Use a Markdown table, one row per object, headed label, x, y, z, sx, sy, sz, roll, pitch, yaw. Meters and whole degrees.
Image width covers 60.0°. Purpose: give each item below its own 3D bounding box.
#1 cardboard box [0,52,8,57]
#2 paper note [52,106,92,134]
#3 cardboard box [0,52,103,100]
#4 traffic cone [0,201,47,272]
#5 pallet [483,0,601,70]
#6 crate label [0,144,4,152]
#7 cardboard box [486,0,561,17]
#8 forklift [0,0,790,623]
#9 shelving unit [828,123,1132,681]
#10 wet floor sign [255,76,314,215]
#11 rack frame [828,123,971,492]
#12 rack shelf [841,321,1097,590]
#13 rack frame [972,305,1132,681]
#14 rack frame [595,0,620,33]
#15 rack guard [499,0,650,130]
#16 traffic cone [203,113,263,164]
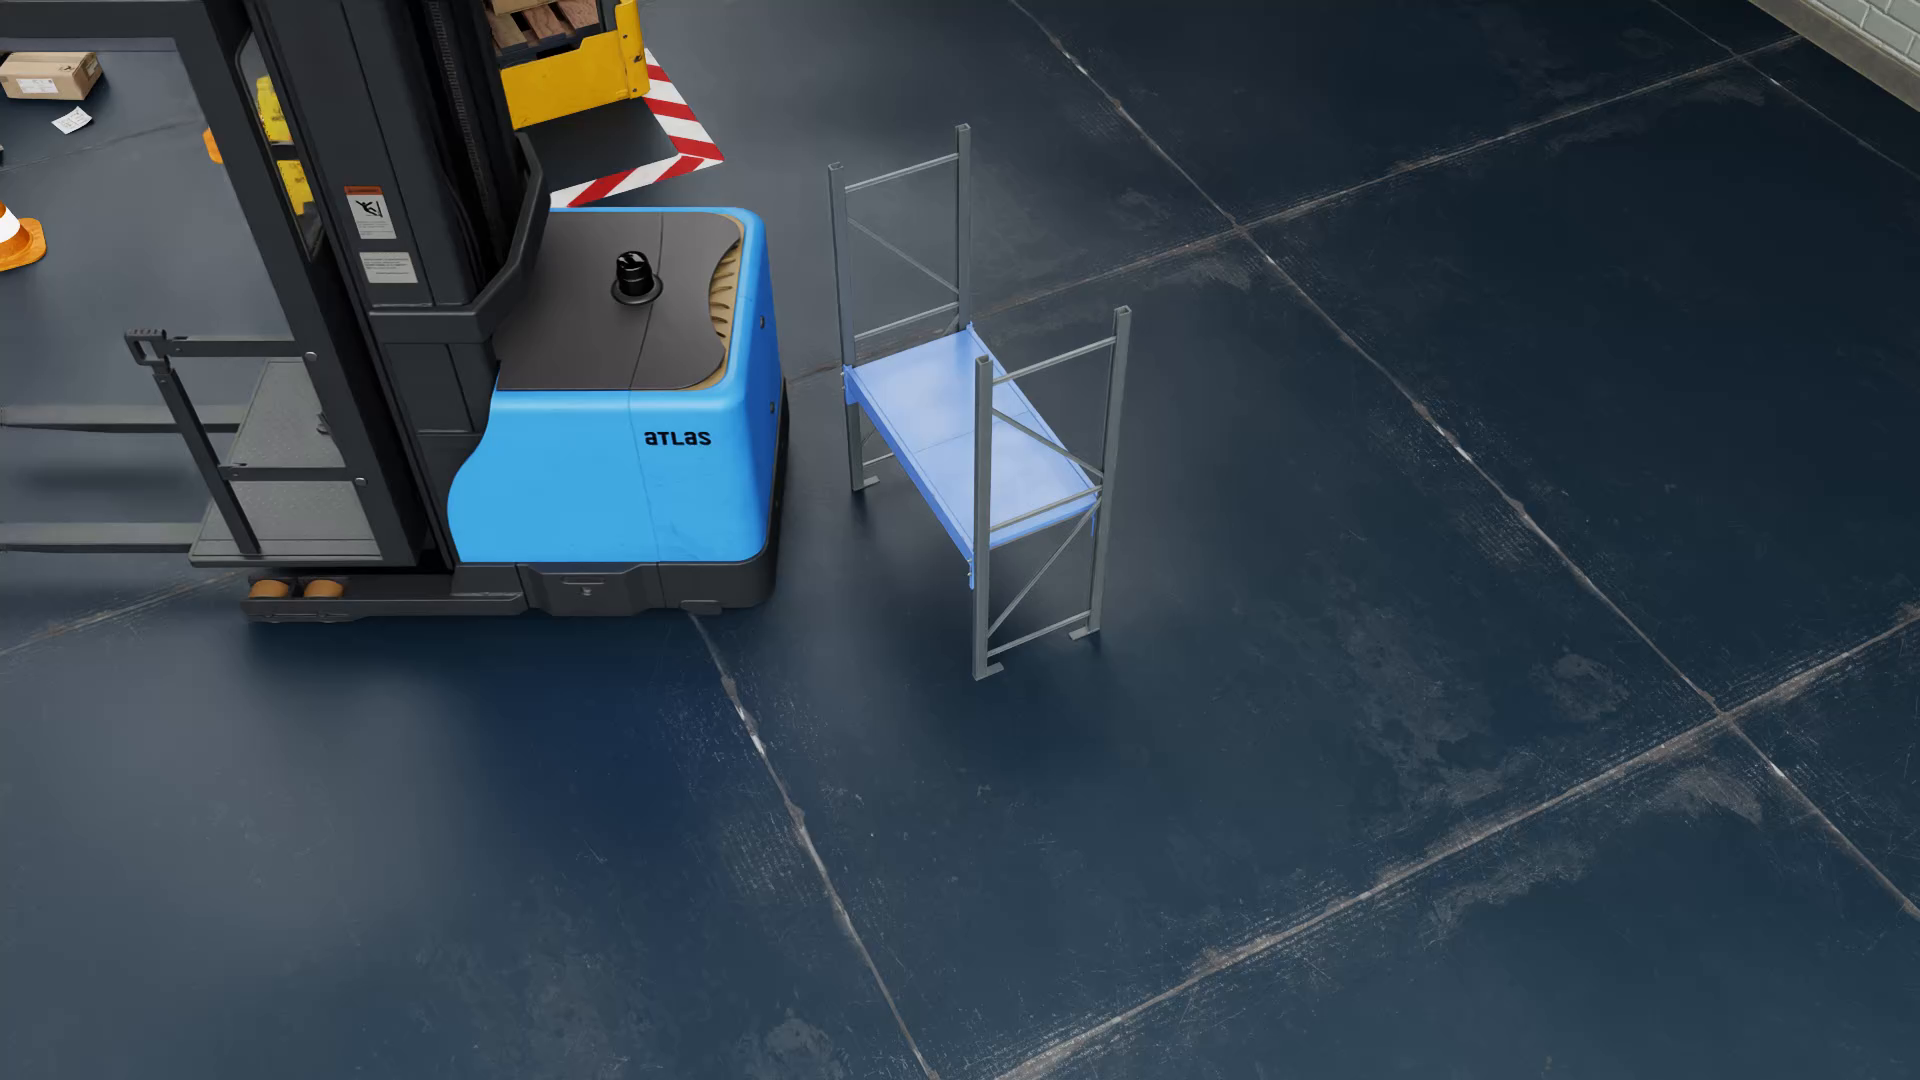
| label | x | y | z | sx | sy | sz | roll | pitch | yaw |
| --- | --- | --- | --- | --- | --- | --- | --- | --- | --- |
| cardboard box | -5.122 | -2.533 | 8.131 | 0.637 | 0.503 | 0.797 | 18 | 51 | 15 |
| paper note | -4.270 | -2.021 | 7.997 | 0.142 | 0.019 | 0.148 | 35 | 57 | 27 |
| cardboard box | -4.463 | -2.294 | 8.157 | 0.380 | 0.149 | 0.250 | 2 | 49 | 2 |
| traffic cone | -4.242 | -1.450 | 7.211 | 0.336 | 0.463 | 0.334 | -21 | 52 | -18 |
| pallet | -2.442 | -2.740 | 8.506 | 1.003 | 0.211 | 1.213 | -21 | 52 | -18 |
| crate label | -4.657 | -1.847 | 7.775 | 0.298 | 0.136 | 0.250 | 26 | 54 | 21 |
| cardboard box | -2.190 | -2.920 | 8.358 | 0.500 | 0.250 | 0.500 | -22 | 52 | -18 |
| forklift | -2.186 | -1.068 | 5.237 | 3.031 | 2.935 | 1.130 | 0 | 49 | 0 |
| shelving unit | 0.039 | -0.437 | 5.636 | 0.538 | 1.500 | 1.048 | -21 | 52 | -18 |
| wet floor sign | -2.932 | -1.781 | 7.379 | 0.267 | 0.644 | 0.232 | -5 | 49 | -5 |
| rack frame | -0.194 | -0.777 | 5.933 | 0.500 | 1.500 | 0.032 | -21 | 52 | -18 |
| rack shelf | 0.039 | -0.318 | 5.771 | 0.538 | 0.185 | 1.000 | -21 | 52 | -18 |
| rack frame | 0.272 | -0.096 | 5.338 | 0.500 | 1.500 | 0.032 | -21 | 52 | -18 |
| rack frame | -2.067 | -3.051 | 6.926 | 1.000 | 3.000 | 0.127 | -21 | 52 | -18 |
| rack guard | -2.102 | -2.279 | 7.911 | 1.175 | 0.500 | 0.348 | -21 | 52 | -18 |
| traffic cone | -3.411 | -2.060 | 7.744 | 0.336 | 0.463 | 0.334 | -21 | 52 | -18 |
